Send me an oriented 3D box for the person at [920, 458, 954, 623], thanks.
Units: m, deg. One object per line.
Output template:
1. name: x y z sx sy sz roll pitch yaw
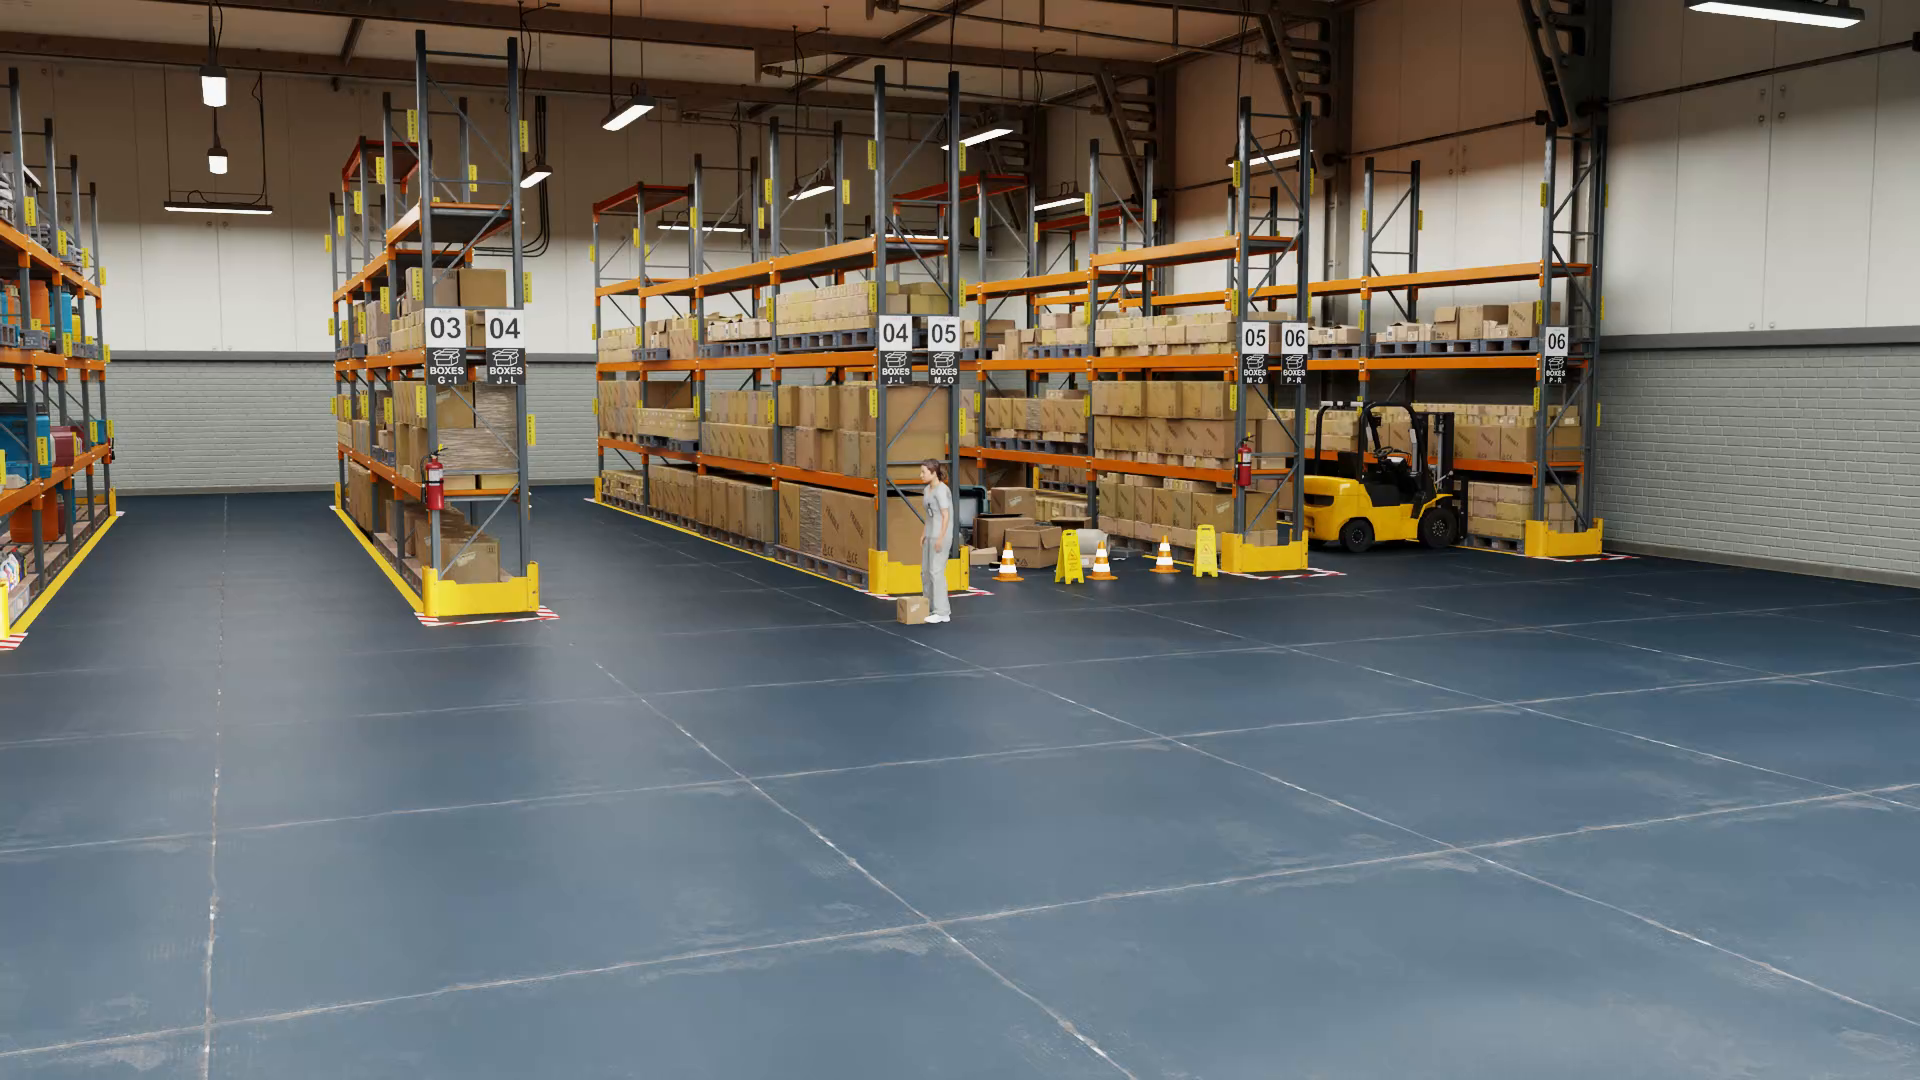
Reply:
1. person: -0.258 -0.004 17.006 0.357 1.673 0.486 -2 6 -23
